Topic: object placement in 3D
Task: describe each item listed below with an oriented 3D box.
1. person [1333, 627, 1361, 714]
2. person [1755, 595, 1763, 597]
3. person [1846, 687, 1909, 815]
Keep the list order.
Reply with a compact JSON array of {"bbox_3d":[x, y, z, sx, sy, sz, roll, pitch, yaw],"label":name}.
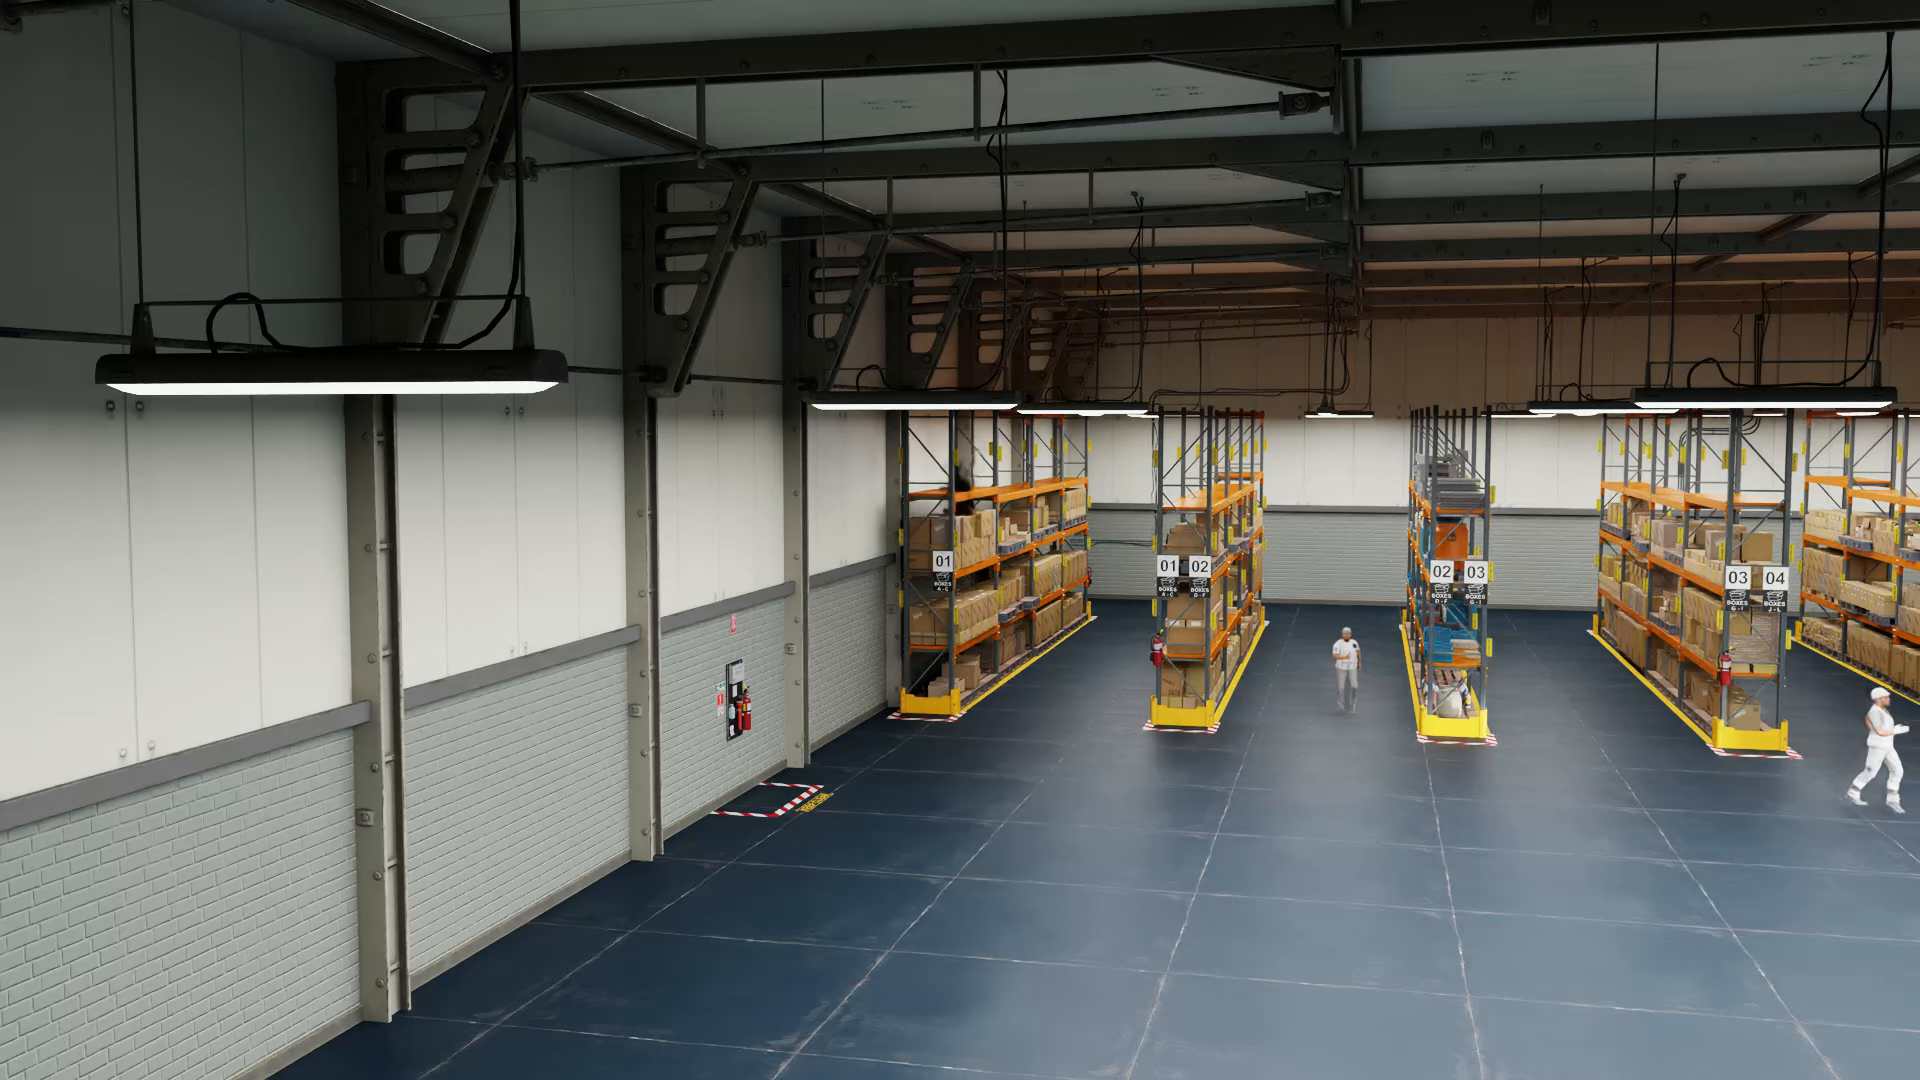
[{"bbox_3d":[7.586,2.565,32.589,0.576,1.712,0.695,0,4,4],"label":"person"},{"bbox_3d":[20.776,1.717,44.145,0.914,1.677,0.866,-1,4,-14],"label":"person"},{"bbox_3d":[13.458,3.075,24.353,0.648,1.845,0.799,-4,6,-44],"label":"person"}]
